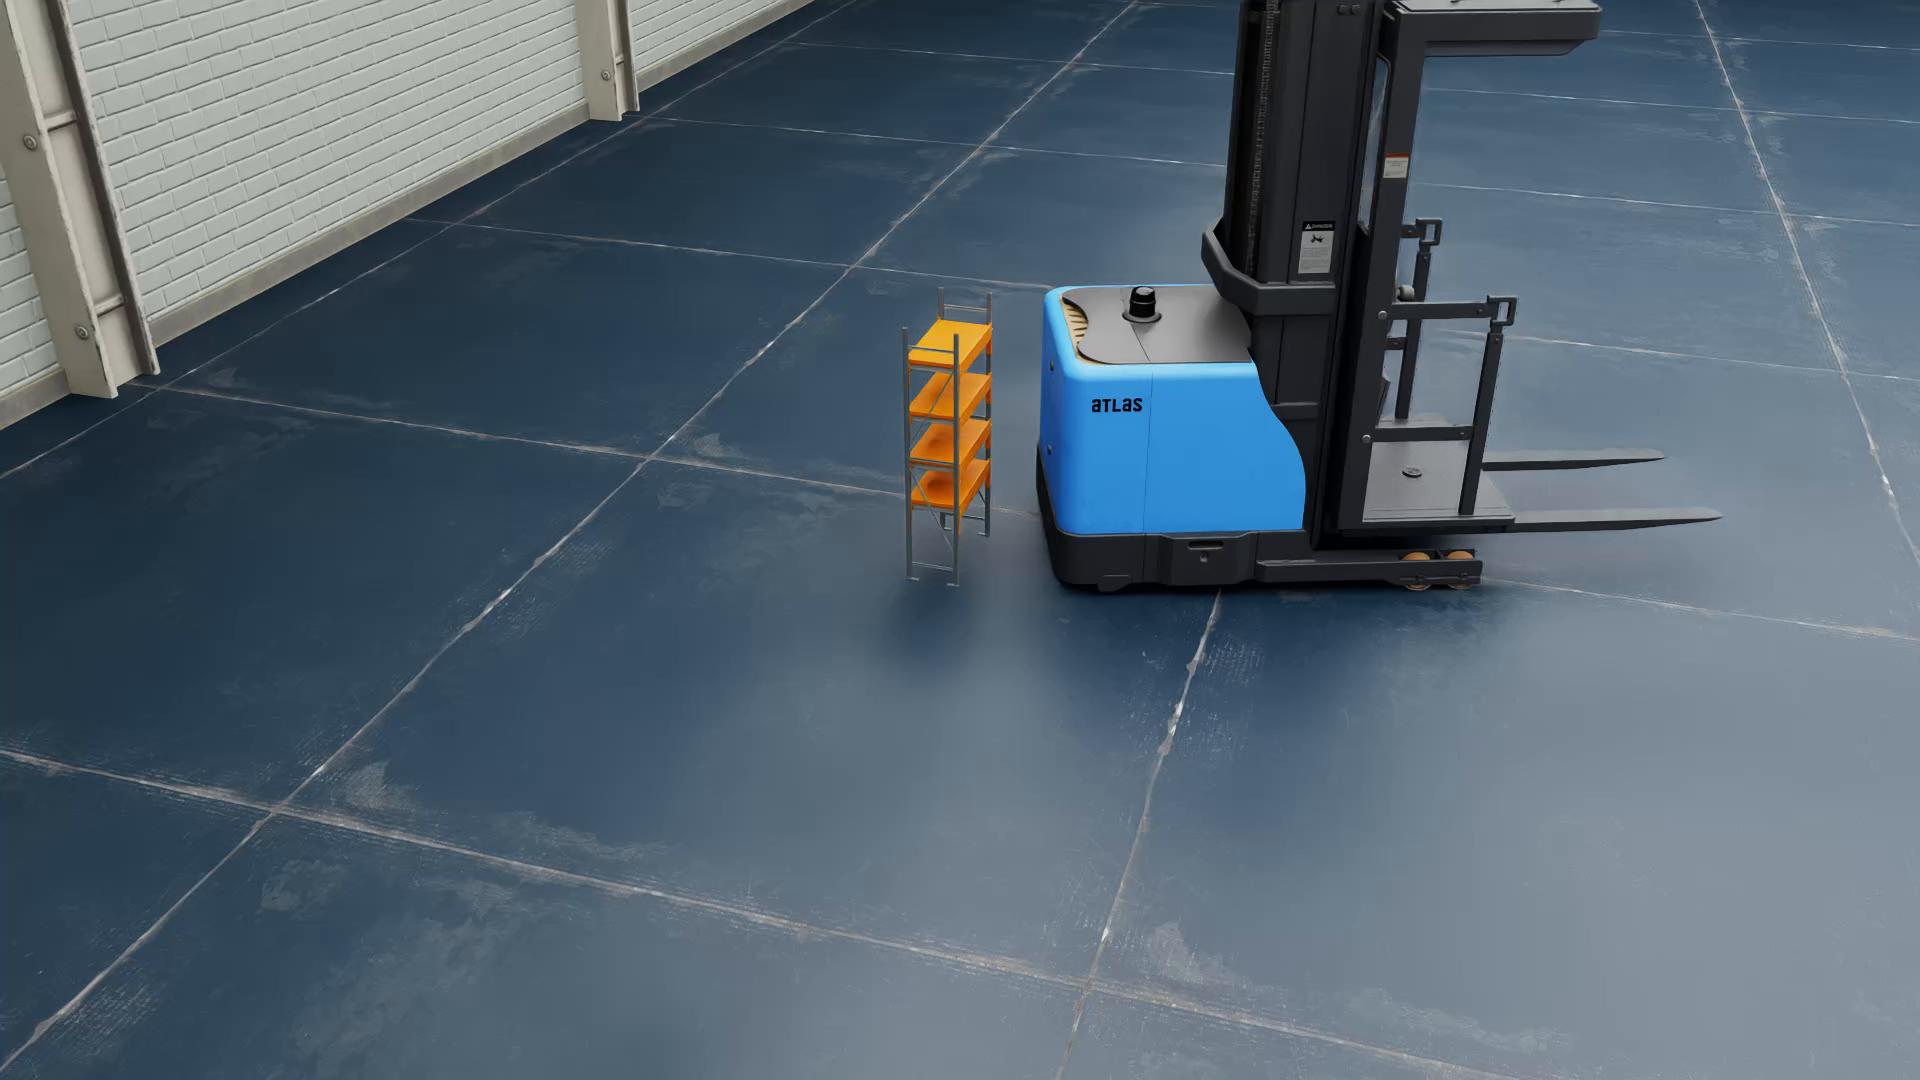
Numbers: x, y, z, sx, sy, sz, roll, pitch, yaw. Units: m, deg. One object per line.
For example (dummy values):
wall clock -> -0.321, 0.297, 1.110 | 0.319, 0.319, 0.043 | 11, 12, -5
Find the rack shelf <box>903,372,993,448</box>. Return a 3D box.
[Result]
rack shelf -> -0.049, -0.584, 7.244 | 0.258, 0.148, 0.480 | 8, 30, 15

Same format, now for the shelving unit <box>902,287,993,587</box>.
shelving unit -> -0.049, -0.447, 7.320 | 0.258, 1.200, 0.503 | 8, 30, 15

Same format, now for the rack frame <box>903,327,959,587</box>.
rack frame -> -0.120, -0.334, 7.116 | 0.240, 1.200, 0.015 | 8, 30, 15

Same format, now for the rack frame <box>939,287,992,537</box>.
rack frame -> 0.023, -0.561, 7.524 | 0.240, 1.200, 0.015 | 8, 30, 15

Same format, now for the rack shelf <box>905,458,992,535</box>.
rack shelf -> -0.049, -0.215, 7.449 | 0.258, 0.148, 0.480 | 8, 30, 15

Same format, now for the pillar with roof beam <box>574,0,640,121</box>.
pillar with roof beam -> 1.122, -6.997, 11.071 | 9.100, 9.000, 0.400 | 8, 30, 15

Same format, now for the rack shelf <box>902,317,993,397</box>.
rack shelf -> -0.049, -0.791, 7.129 | 0.258, 0.148, 0.480 | 8, 30, 15

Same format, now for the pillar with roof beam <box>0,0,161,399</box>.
pillar with roof beam -> -0.639, -4.209, 6.059 | 9.100, 9.000, 0.400 | 8, 30, 15

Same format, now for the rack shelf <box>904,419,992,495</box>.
rack shelf -> -0.049, -0.389, 7.353 | 0.258, 0.148, 0.480 | 8, 30, 15

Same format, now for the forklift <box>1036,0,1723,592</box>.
forklift -> 1.904, -1.314, 7.097 | 3.031, 2.935, 1.130 | -1, 29, -3
